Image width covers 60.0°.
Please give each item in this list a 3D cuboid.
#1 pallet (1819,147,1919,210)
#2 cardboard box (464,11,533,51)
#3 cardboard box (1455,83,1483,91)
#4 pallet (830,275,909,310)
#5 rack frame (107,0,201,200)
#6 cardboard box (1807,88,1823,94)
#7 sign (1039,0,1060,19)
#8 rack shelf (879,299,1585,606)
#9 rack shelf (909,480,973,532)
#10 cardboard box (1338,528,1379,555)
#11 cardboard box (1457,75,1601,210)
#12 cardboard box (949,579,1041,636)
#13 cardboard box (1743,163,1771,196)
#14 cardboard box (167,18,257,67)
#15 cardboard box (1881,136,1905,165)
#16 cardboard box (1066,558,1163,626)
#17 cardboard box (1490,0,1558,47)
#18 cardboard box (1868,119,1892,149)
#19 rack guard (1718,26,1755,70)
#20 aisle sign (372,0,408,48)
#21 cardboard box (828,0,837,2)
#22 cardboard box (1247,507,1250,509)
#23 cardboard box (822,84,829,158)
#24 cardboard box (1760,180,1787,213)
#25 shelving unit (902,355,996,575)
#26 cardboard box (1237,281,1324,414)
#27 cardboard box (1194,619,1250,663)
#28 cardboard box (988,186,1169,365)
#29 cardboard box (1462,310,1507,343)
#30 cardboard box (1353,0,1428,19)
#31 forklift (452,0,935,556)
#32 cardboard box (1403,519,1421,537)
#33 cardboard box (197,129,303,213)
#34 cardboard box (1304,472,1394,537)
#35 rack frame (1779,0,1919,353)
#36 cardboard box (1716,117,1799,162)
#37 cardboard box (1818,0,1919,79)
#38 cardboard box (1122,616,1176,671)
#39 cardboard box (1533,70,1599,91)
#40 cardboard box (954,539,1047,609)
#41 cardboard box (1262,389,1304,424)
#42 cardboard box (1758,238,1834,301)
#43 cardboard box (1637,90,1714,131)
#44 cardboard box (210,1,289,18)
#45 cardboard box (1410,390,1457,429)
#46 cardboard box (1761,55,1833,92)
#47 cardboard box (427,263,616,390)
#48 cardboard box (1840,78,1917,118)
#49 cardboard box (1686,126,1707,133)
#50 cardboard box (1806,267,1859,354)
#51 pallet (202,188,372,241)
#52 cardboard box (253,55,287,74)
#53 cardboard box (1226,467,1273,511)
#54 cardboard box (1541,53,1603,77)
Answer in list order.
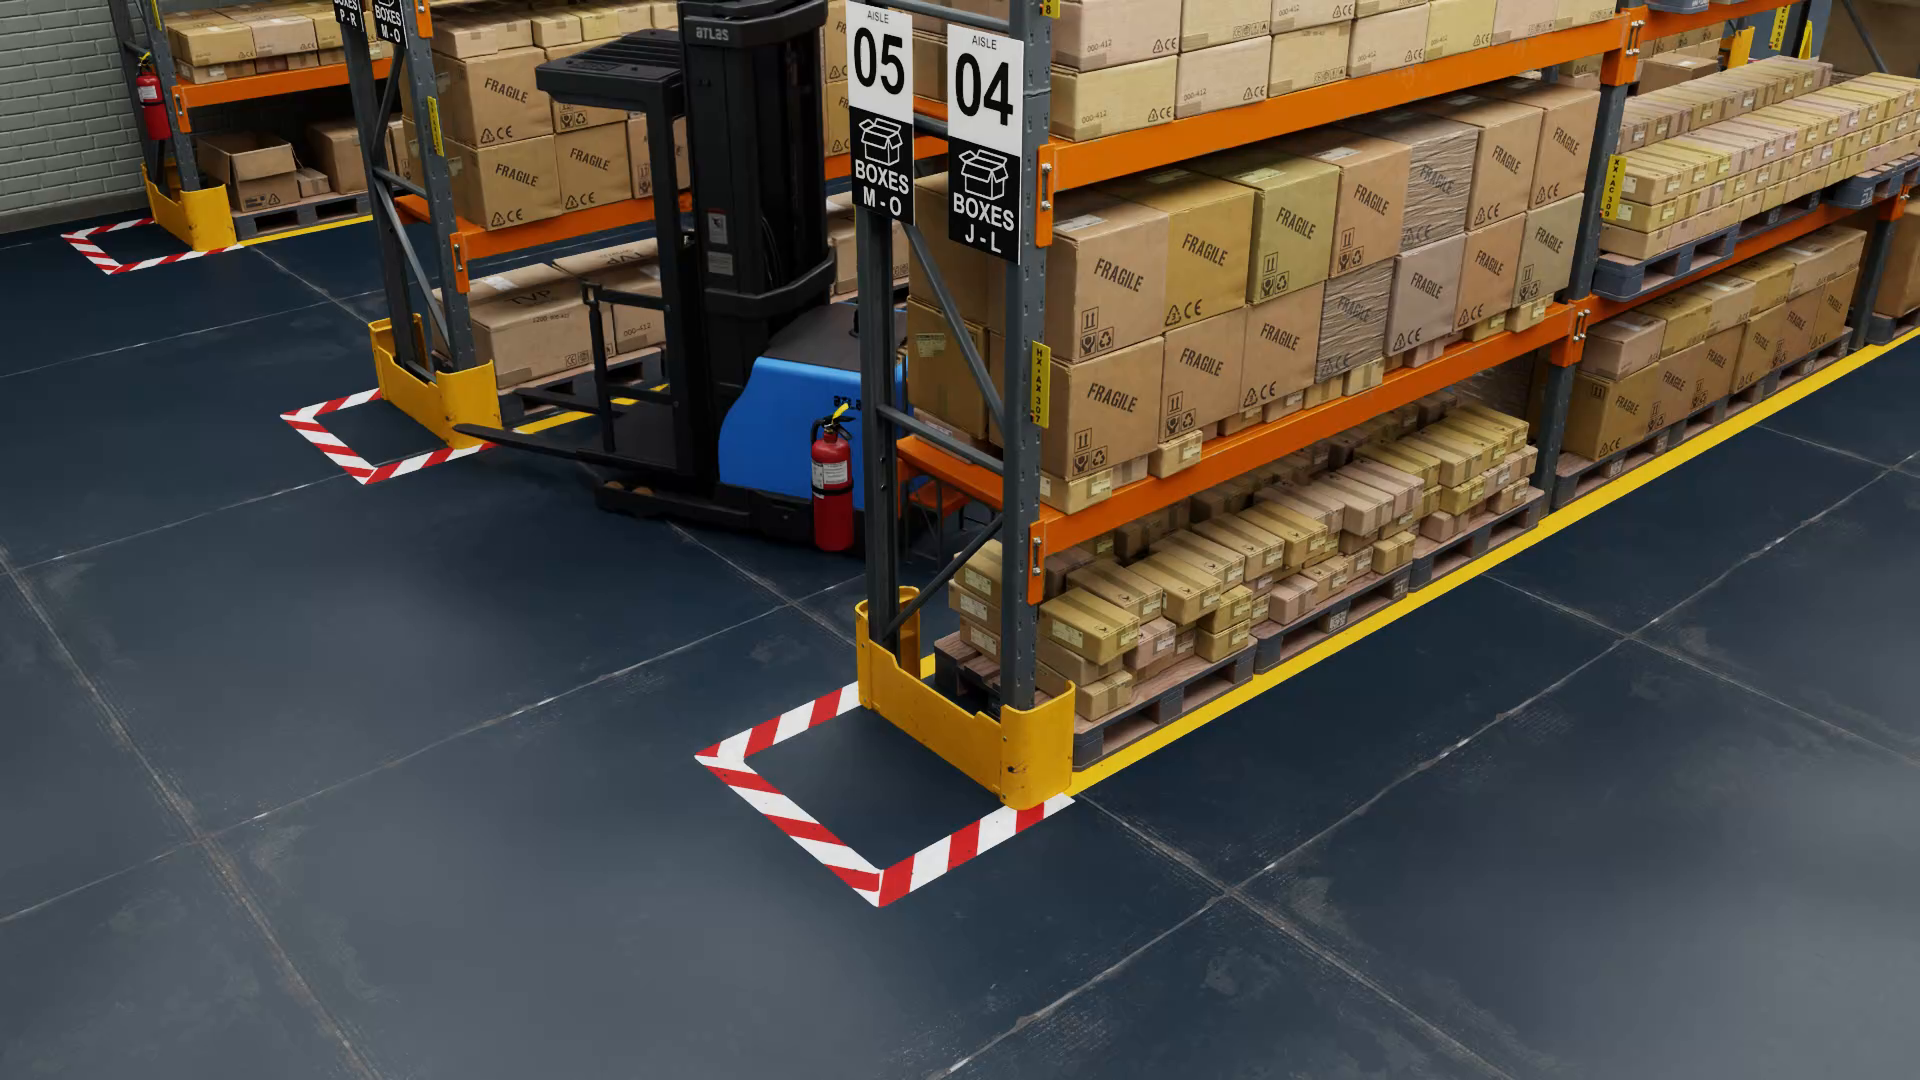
[{"bbox_3d":[5.559,-2.501,10.952,1.003,0.211,1.213,-22,35,-35],"label":"pallet"},{"bbox_3d":[-2.740,-3.025,9.873,0.250,0.149,0.380,-21,35,-34],"label":"cardboard box"},{"bbox_3d":[2.488,-2.184,8.672,0.500,0.500,0.500,-21,35,-34],"label":"cardboard box"},{"bbox_3d":[-0.930,-1.928,12.634,1.213,0.211,1.003,-22,35,-35],"label":"pallet"},{"bbox_3d":[-6.568,-3.917,13.398,0.127,3.000,1.000,-22,35,-35],"label":"rack frame"},{"bbox_3d":[5.534,-2.972,11.134,0.250,0.149,0.380,-20,34,-33],"label":"cardboard box"},{"bbox_3d":[0.299,-1.909,5.529,0.005,0.325,0.100,-22,35,-35],"label":"sign"},{"bbox_3d":[1.468,-0.689,8.121,4.000,0.370,1.077,-22,35,-35],"label":"rack shelf"},{"bbox_3d":[-0.050,-0.233,8.976,0.258,0.148,0.480,19,34,32],"label":"rack shelf"},{"bbox_3d":[1.913,-0.090,8.500,0.250,0.149,0.380,-24,36,-37],"label":"cardboard box"},{"bbox_3d":[2.807,-1.994,8.316,0.500,0.500,0.500,-23,36,-37],"label":"cardboard box"},{"bbox_3d":[0.163,0.282,7.803,0.250,0.149,0.380,-23,36,-36],"label":"cardboard box"},{"bbox_3d":[4.381,-2.102,9.506,0.250,0.149,0.380,-20,34,-33],"label":"cardboard box"},{"bbox_3d":[-6.048,-4.025,13.442,0.500,0.250,0.500,-22,35,-35],"label":"cardboard box"},{"bbox_3d":[5.765,-2.526,10.614,0.250,0.149,0.380,-22,35,-35],"label":"cardboard box"},{"bbox_3d":[0.697,0.249,7.550,0.250,0.149,0.380,-21,35,-34],"label":"cardboard box"},{"bbox_3d":[2.404,-2.480,7.684,0.500,0.250,0.500,-22,35,-35],"label":"cardboard box"},{"bbox_3d":[5.552,-2.570,10.381,0.250,0.149,0.380,-21,35,-34],"label":"cardboard box"},{"bbox_3d":[8.771,-5.908,19.774,0.348,0.500,1.175,-22,35,-35],"label":"rack guard"},{"bbox_3d":[-3.210,-3.159,9.221,0.004,0.787,0.394,-22,35,-35],"label":"aisle sign"},{"bbox_3d":[-0.976,-3.727,11.186,0.250,0.149,0.380,-22,35,-35],"label":"cardboard box"},{"bbox_3d":[1.341,-0.206,8.717,0.250,0.149,0.380,-21,35,-34],"label":"cardboard box"},{"bbox_3d":[-1.248,-2.855,11.303,0.500,0.500,0.500,-23,35,-36],"label":"cardboard box"},{"bbox_3d":[4.577,-2.050,9.724,0.250,0.149,0.380,-23,36,-36],"label":"cardboard box"},{"bbox_3d":[-0.049,-0.467,8.851,0.258,1.200,0.503,19,34,32],"label":"shelving unit"},{"bbox_3d":[1.239,-0.927,7.380,0.500,0.500,0.500,-21,35,-34],"label":"cardboard box"},{"bbox_3d":[1.149,0.405,7.889,0.250,0.149,0.380,-21,35,-34],"label":"cardboard box"},{"bbox_3d":[0.460,-1.053,6.556,0.500,0.500,0.500,-22,35,-35],"label":"cardboard box"},{"bbox_3d":[2.557,-1.158,8.501,0.250,0.149,0.380,-20,34,-33],"label":"cardboard box"},{"bbox_3d":[1.621,-2.379,6.965,0.500,0.250,0.500,-23,36,-37],"label":"cardboard box"},{"bbox_3d":[-1.548,-1.643,9.214,3.031,2.935,1.130,11,30,20],"label":"forklift"},{"bbox_3d":[2.222,-0.114,8.859,0.250,0.149,0.380,-23,36,-36],"label":"cardboard box"},{"bbox_3d":[-6.041,-3.155,14.174,0.637,0.503,0.797,-24,36,-37],"label":"cardboard box"},{"bbox_3d":[1.943,-0.181,8.355,0.250,0.149,0.380,-23,36,-37],"label":"cardboard box"},{"bbox_3d":[6.032,-2.842,11.386,0.127,3.000,1.000,-22,35,-35],"label":"rack frame"},{"bbox_3d":[4.570,-2.307,9.574,0.250,0.149,0.380,-20,34,-33],"label":"cardboard box"},{"bbox_3d":[6.380,-3.461,11.377,0.500,0.500,0.700,-22,35,-35],"label":"cardboard box"},{"bbox_3d":[0.756,0.414,7.556,0.250,0.149,0.380,-22,35,-35],"label":"cardboard box"},{"bbox_3d":[6.410,-4.866,17.645,0.500,0.250,0.500,-24,36,-37],"label":"cardboard box"},{"bbox_3d":[0.185,0.162,7.712,0.250,0.149,0.380,-21,35,-34],"label":"cardboard box"},{"bbox_3d":[1.348,-0.689,7.624,0.250,0.149,0.380,-23,36,-36],"label":"cardboard box"},{"bbox_3d":[5.305,-1.794,10.835,0.500,0.250,0.500,-21,35,-34],"label":"cardboard box"},{"bbox_3d":[4.364,-2.629,10.178,0.250,0.149,0.380,-22,35,-36],"label":"cardboard box"},{"bbox_3d":[-5.997,-4.376,14.099,0.500,0.250,0.500,-22,35,-35],"label":"cardboard box"},{"bbox_3d":[2.593,-0.778,9.471,0.250,0.149,0.380,-20,34,-33],"label":"cardboard box"},{"bbox_3d":[5.552,-3.106,11.069,0.250,0.149,0.380,-22,35,-35],"label":"cardboard box"},{"bbox_3d":[-2.906,-1.432,11.019,0.875,0.438,0.875,-23,36,-37],"label":"cardboard box"},{"bbox_3d":[5.764,-2.789,10.475,0.250,0.149,0.380,-22,35,-35],"label":"cardboard box"},{"bbox_3d":[4.353,-2.493,10.239,0.250,0.149,0.380,-20,34,-33],"label":"cardboard box"},{"bbox_3d":[5.701,-1.630,11.324,0.500,0.500,0.500,-22,35,-35],"label":"cardboard box"},{"bbox_3d":[-5.904,-2.955,14.556,1.213,0.211,1.003,-22,35,-35],"label":"pallet"},{"bbox_3d":[-5.799,-3.996,13.812,0.250,0.149,0.380,-22,35,-36],"label":"cardboard box"},{"bbox_3d":[1.387,-0.309,8.593,0.250,0.149,0.380,-22,35,-35],"label":"cardboard box"},{"bbox_3d":[6.410,-5.197,17.468,0.500,0.500,0.500,-20,34,-33],"label":"cardboard box"}]
